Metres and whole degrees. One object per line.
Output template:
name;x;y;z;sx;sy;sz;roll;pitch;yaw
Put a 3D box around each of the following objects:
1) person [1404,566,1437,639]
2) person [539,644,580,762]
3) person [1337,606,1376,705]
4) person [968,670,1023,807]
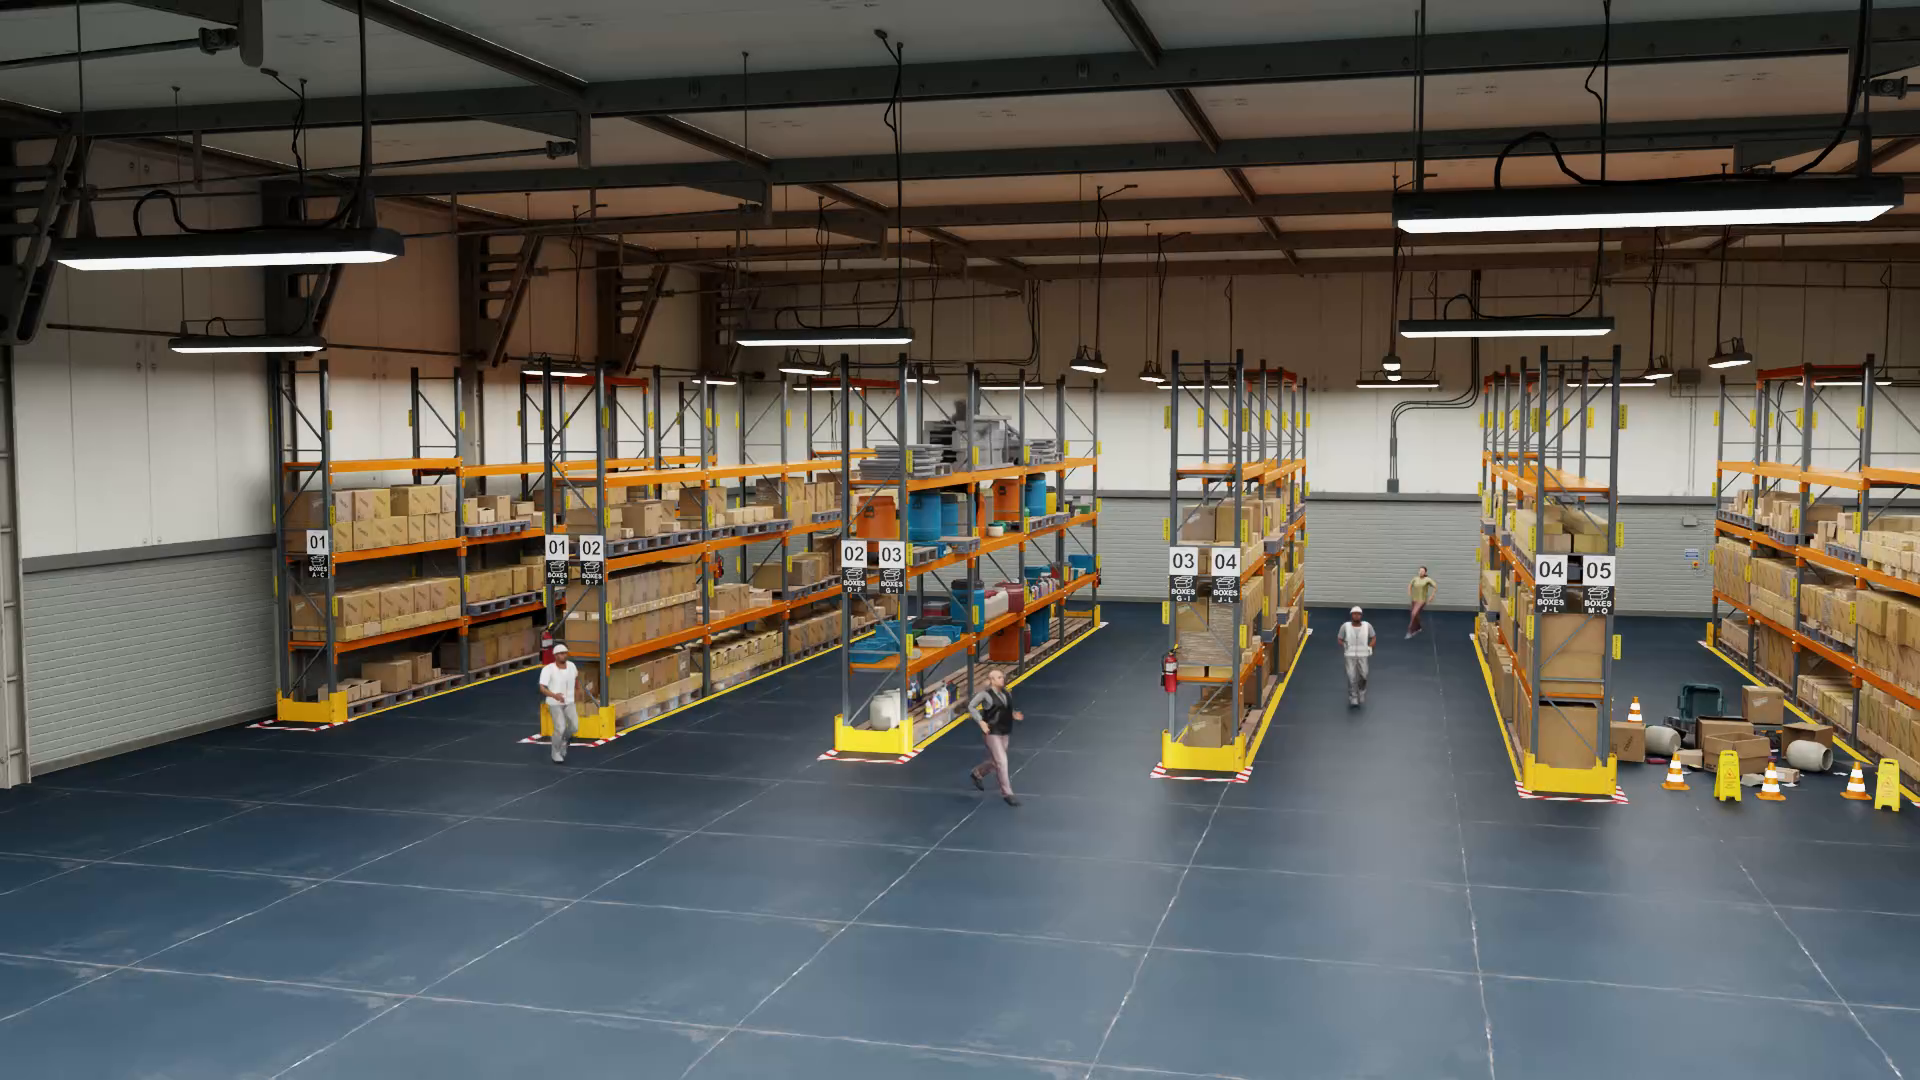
person;10.565;1.432;38.233;0.802;1.690;0.652;-4;6;-43
person;-5.810;2.386;24.381;0.593;1.724;0.738;4;6;44
person;6.931;2.035;29.044;0.669;1.737;0.589;1;4;11
person;0.468;2.568;21.828;0.956;1.731;0.661;4;6;42
